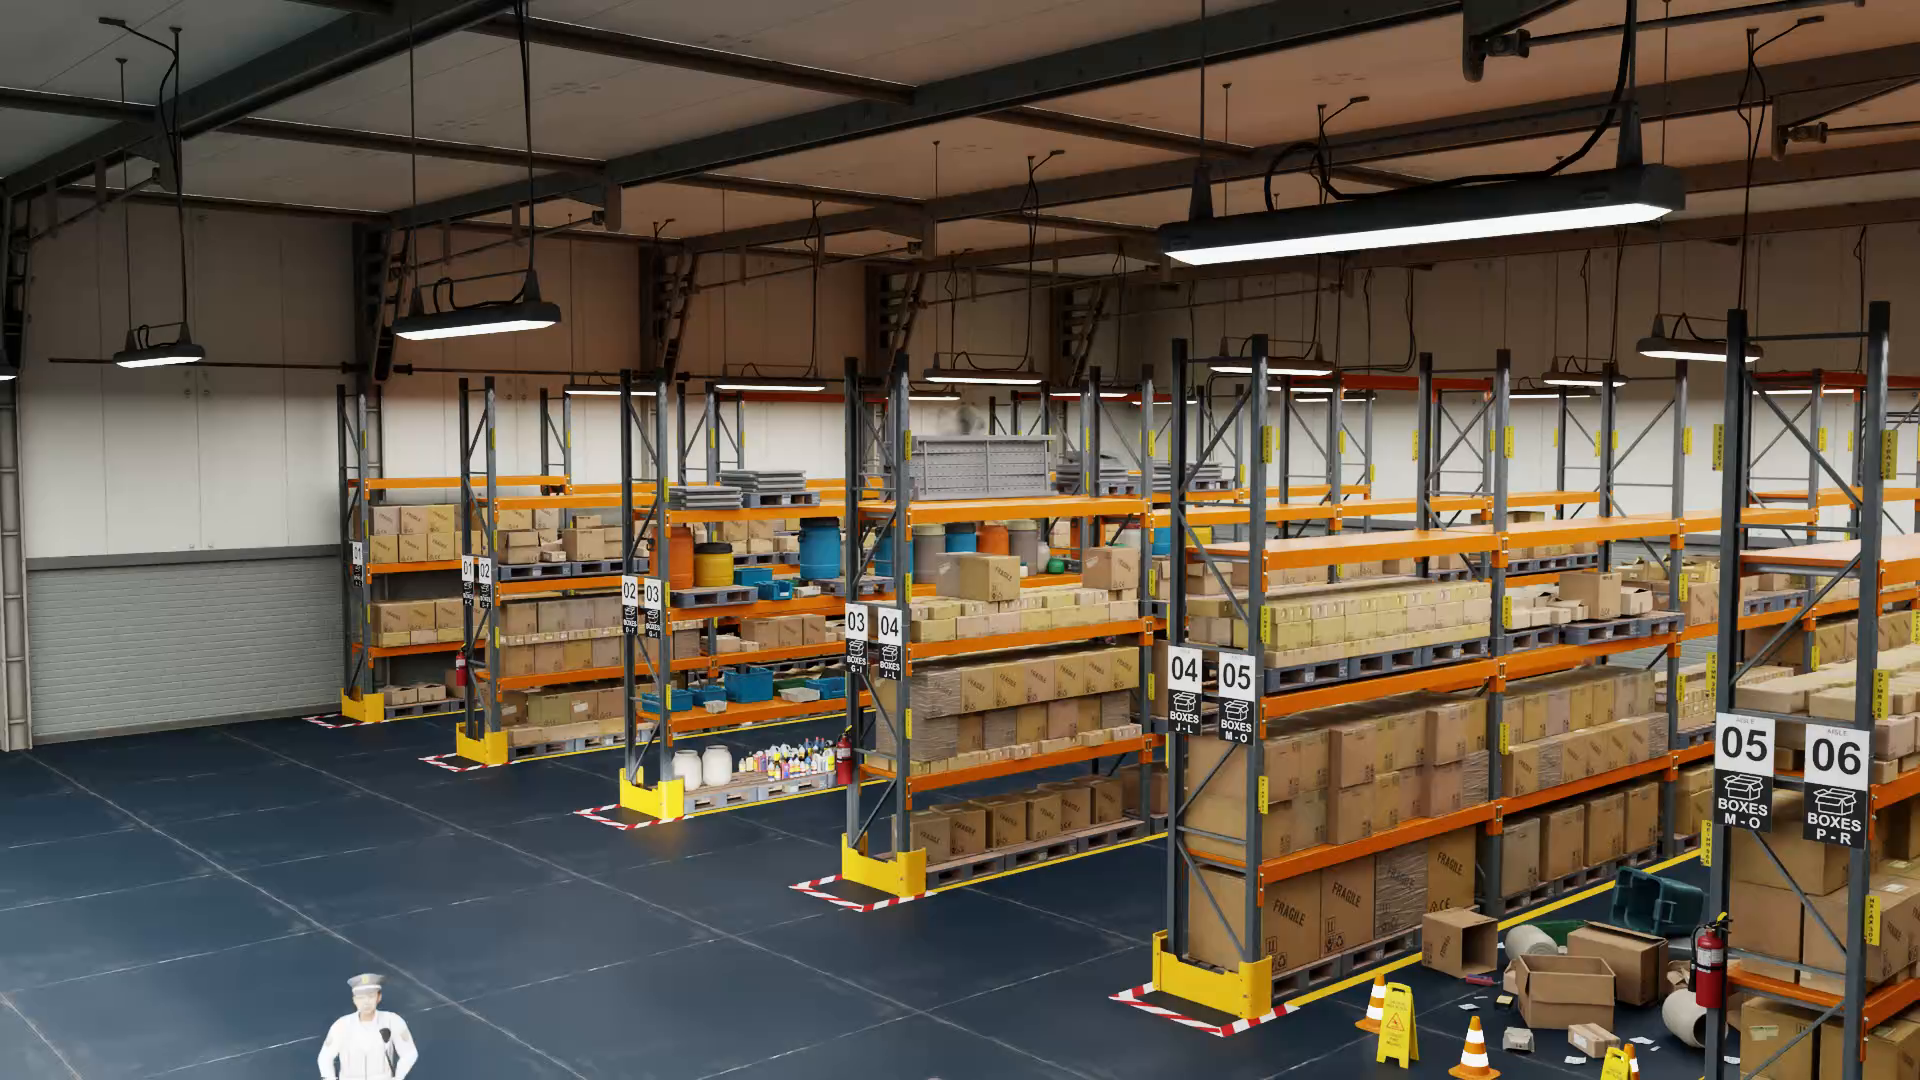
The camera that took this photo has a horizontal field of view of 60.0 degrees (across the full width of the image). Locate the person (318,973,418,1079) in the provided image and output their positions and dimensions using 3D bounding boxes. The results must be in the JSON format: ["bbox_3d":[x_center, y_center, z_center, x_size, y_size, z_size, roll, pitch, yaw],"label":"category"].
[{"bbox_3d":[-3.868,3.631,10.882,0.621,1.657,0.549,-1,4,-17],"label":"person"}]

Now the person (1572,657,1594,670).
[{"bbox_3d":[9.769,2.570,25.993,0.608,1.744,0.651,-3,5,-42],"label":"person"}]
